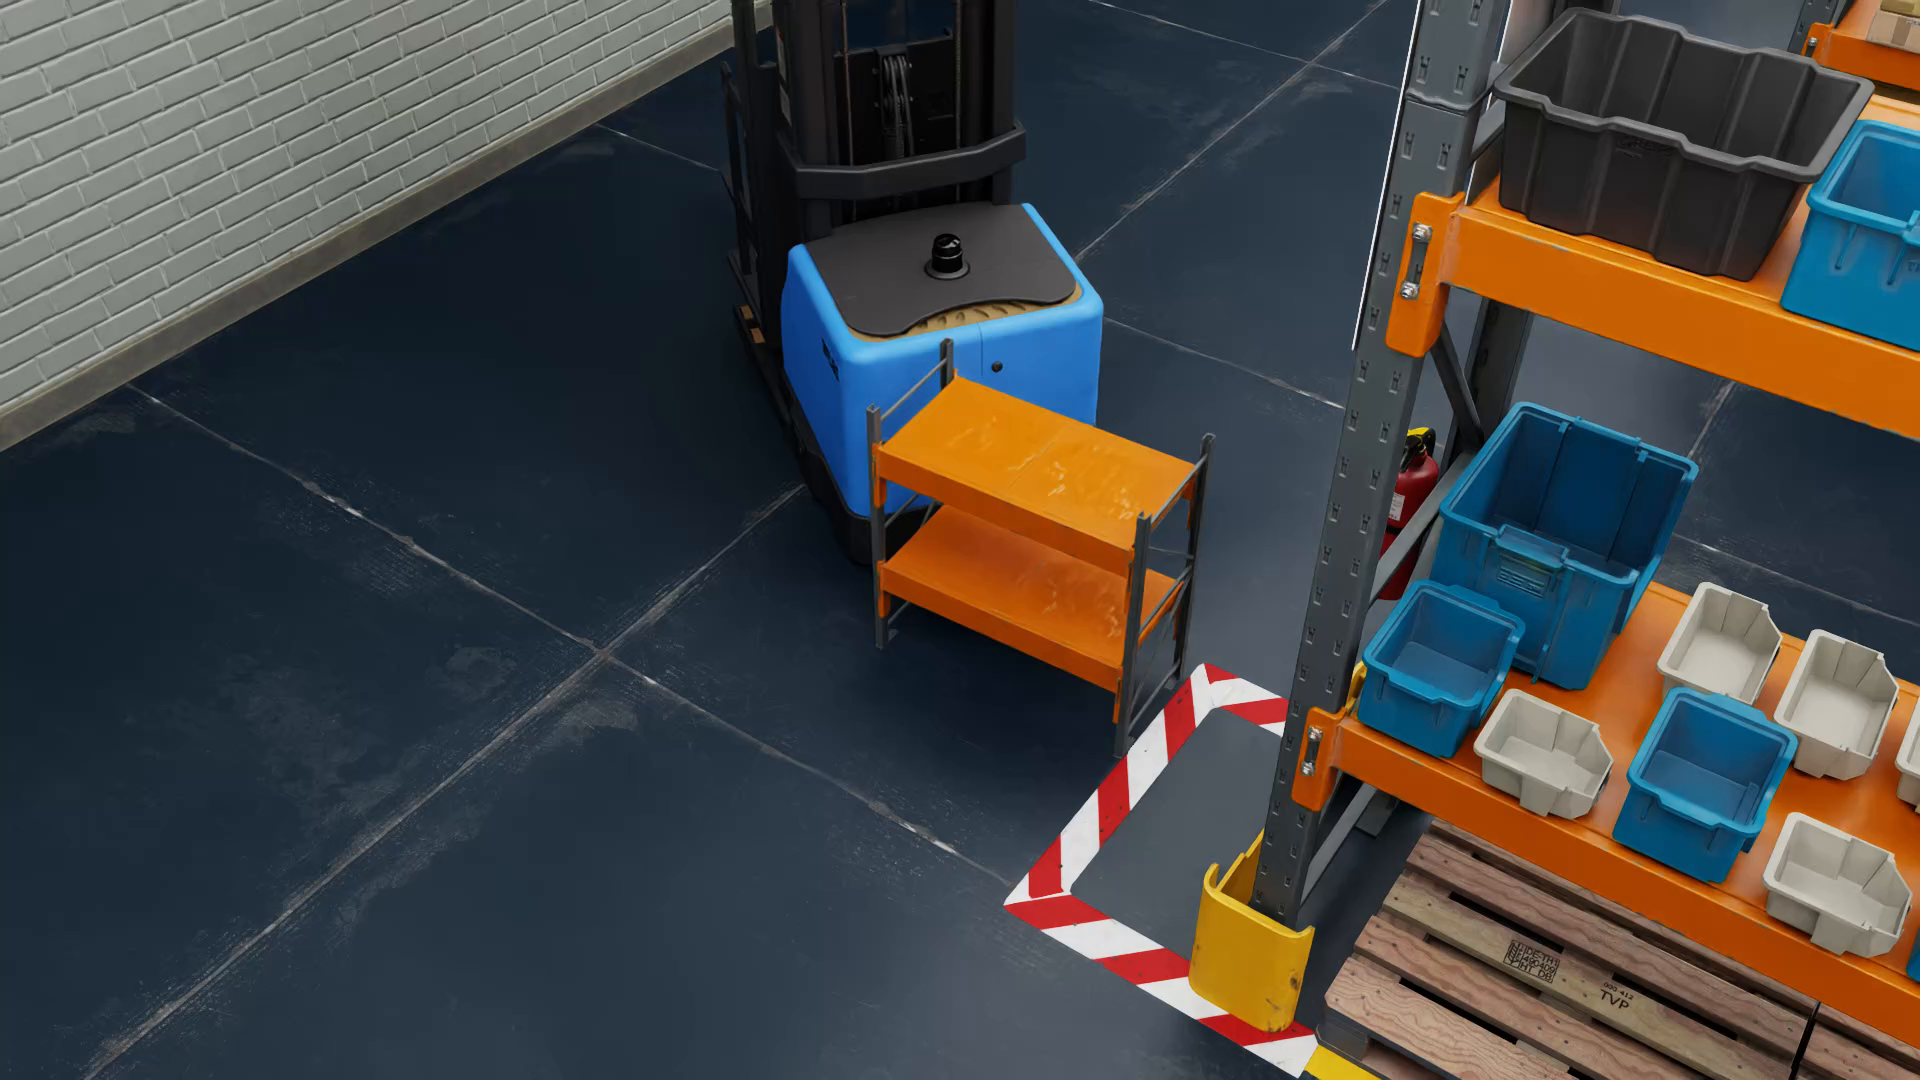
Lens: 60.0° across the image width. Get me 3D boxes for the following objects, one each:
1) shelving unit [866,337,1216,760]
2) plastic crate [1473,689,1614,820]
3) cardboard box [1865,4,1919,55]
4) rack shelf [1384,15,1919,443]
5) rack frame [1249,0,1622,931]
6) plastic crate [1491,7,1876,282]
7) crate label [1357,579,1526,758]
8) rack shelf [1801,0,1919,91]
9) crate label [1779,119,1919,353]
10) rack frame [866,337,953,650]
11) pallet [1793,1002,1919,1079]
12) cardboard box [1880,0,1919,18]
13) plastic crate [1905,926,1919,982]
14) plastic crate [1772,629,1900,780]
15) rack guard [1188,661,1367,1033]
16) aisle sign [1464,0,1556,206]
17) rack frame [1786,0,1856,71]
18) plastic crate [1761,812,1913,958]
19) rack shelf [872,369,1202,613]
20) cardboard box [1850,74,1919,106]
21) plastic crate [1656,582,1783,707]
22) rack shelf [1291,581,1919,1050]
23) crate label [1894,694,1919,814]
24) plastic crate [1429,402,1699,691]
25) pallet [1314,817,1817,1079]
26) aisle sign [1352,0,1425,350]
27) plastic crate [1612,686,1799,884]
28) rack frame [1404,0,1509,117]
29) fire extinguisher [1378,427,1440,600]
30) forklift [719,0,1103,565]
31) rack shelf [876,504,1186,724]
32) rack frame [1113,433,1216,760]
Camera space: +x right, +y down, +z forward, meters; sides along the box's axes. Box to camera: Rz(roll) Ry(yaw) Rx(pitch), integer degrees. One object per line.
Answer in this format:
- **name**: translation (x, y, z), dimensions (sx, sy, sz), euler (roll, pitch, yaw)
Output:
- **shelving unit**: translation (0.260, 0.031, 5.869), dimensions (1.048, 1.125, 0.538), euler (23, 47, 23)
- **plastic crate**: translation (1.421, 0.539, 4.051), dimensions (0.298, 0.136, 0.250), euler (25, 48, 25)
- **cardboard box**: translation (4.138, -2.273, 7.230), dimensions (0.250, 0.149, 0.380), euler (26, 48, 26)
- **rack shelf**: translation (2.830, -0.063, 2.861), dimensions (4.000, 0.370, 1.077), euler (25, 48, 25)
- **rack frame**: translation (1.193, 0.021, 4.477), dimensions (0.127, 3.000, 1.000), euler (25, 48, 25)
- **plastic crate**: translation (1.348, -0.749, 3.186), dimensions (0.590, 0.269, 0.497), euler (25, 48, 25)
- **crate label**: translation (1.206, 0.335, 4.206), dimensions (0.303, 0.233, 0.416), euler (25, 48, 25)
- **rack shelf**: translation (5.674, -1.649, 6.883), dimensions (4.000, 0.370, 1.077), euler (25, 48, 25)
- **crate label**: translation (1.763, -0.512, 2.934), dimensions (0.502, 0.251, 0.408), euler (25, 48, 25)
- **rack frame**: translation (-0.170, -0.151, 6.070), dimensions (0.032, 1.125, 0.500), euler (23, 47, 23)
- **pallet**: translation (2.840, 1.865, 4.508), dimensions (1.213, 0.211, 1.003), euler (25, 48, 25)
- **cardboard box**: translation (4.275, -2.407, 7.080), dimensions (0.500, 0.250, 0.500), euler (24, 47, 24)
- **plastic crate**: translation (2.284, 0.839, 3.643), dimensions (0.300, 0.233, 0.416), euler (25, 48, 25)
- **plastic crate**: translation (2.193, 0.429, 4.174), dimensions (0.243, 0.136, 0.396), euler (25, 48, 25)
- **rack guard**: translation (1.166, 0.950, 5.313), dimensions (0.348, 0.500, 1.175), euler (25, 48, 25)
- **aisle sign**: translation (1.302, -1.135, 3.820), dimensions (0.004, 0.787, 0.394), euler (25, 48, 25)
- **rack frame**: translation (4.037, -2.683, 7.499), dimensions (0.127, 3.000, 1.000), euler (25, 48, 25)
- **plastic crate**: translation (1.976, 0.799, 3.760), dimensions (0.298, 0.136, 0.250), euler (25, 48, 25)
- **rack shelf**: translation (0.261, -0.187, 5.674), dimensions (1.000, 0.278, 0.538), euler (23, 47, 23)
- **cardboard box**: translation (4.607, -1.846, 7.842), dimensions (0.875, 0.875, 0.875), euler (25, 48, 25)
- **plastic crate**: translation (1.964, 0.310, 4.306), dimensions (0.243, 0.136, 0.396), euler (25, 48, 25)
- **rack shelf**: translation (2.830, 1.055, 3.861), dimensions (4.000, 0.370, 1.077), euler (25, 48, 25)
- **crate label**: translation (2.435, 0.522, 4.069), dimensions (0.243, 0.136, 0.396), euler (25, 48, 25)
- **plastic crate**: translation (1.574, 0.012, 4.416), dimensions (0.499, 0.435, 0.616), euler (25, 48, 25)
- **pallet**: translation (1.846, 1.397, 5.030), dimensions (1.213, 0.211, 1.003), euler (25, 48, 25)
- **aisle sign**: translation (0.963, -0.813, 3.460), dimensions (0.004, 0.787, 0.394), euler (25, 48, 25)
- **plastic crate**: translation (1.745, 0.587, 3.925), dimensions (0.300, 0.233, 0.416), euler (25, 48, 25)
- **rack frame**: translation (1.193, -2.215, 2.477), dimensions (0.127, 3.000, 1.000), euler (25, 48, 25)
- **fire extinguisher**: translation (1.330, -0.117, 4.969), dimensions (0.183, 0.674, 0.296), euler (25, 48, 25)
- **forklift**: translation (-0.418, -1.987, 6.773), dimensions (1.130, 2.935, 3.031), euler (-13, 43, -14)
- **rack shelf**: translation (0.259, 0.213, 6.032), dimensions (1.000, 0.278, 0.538), euler (23, 47, 23)
- **rack frame**: translation (0.691, 0.212, 5.668), dimensions (0.032, 1.125, 0.500), euler (23, 47, 23)
